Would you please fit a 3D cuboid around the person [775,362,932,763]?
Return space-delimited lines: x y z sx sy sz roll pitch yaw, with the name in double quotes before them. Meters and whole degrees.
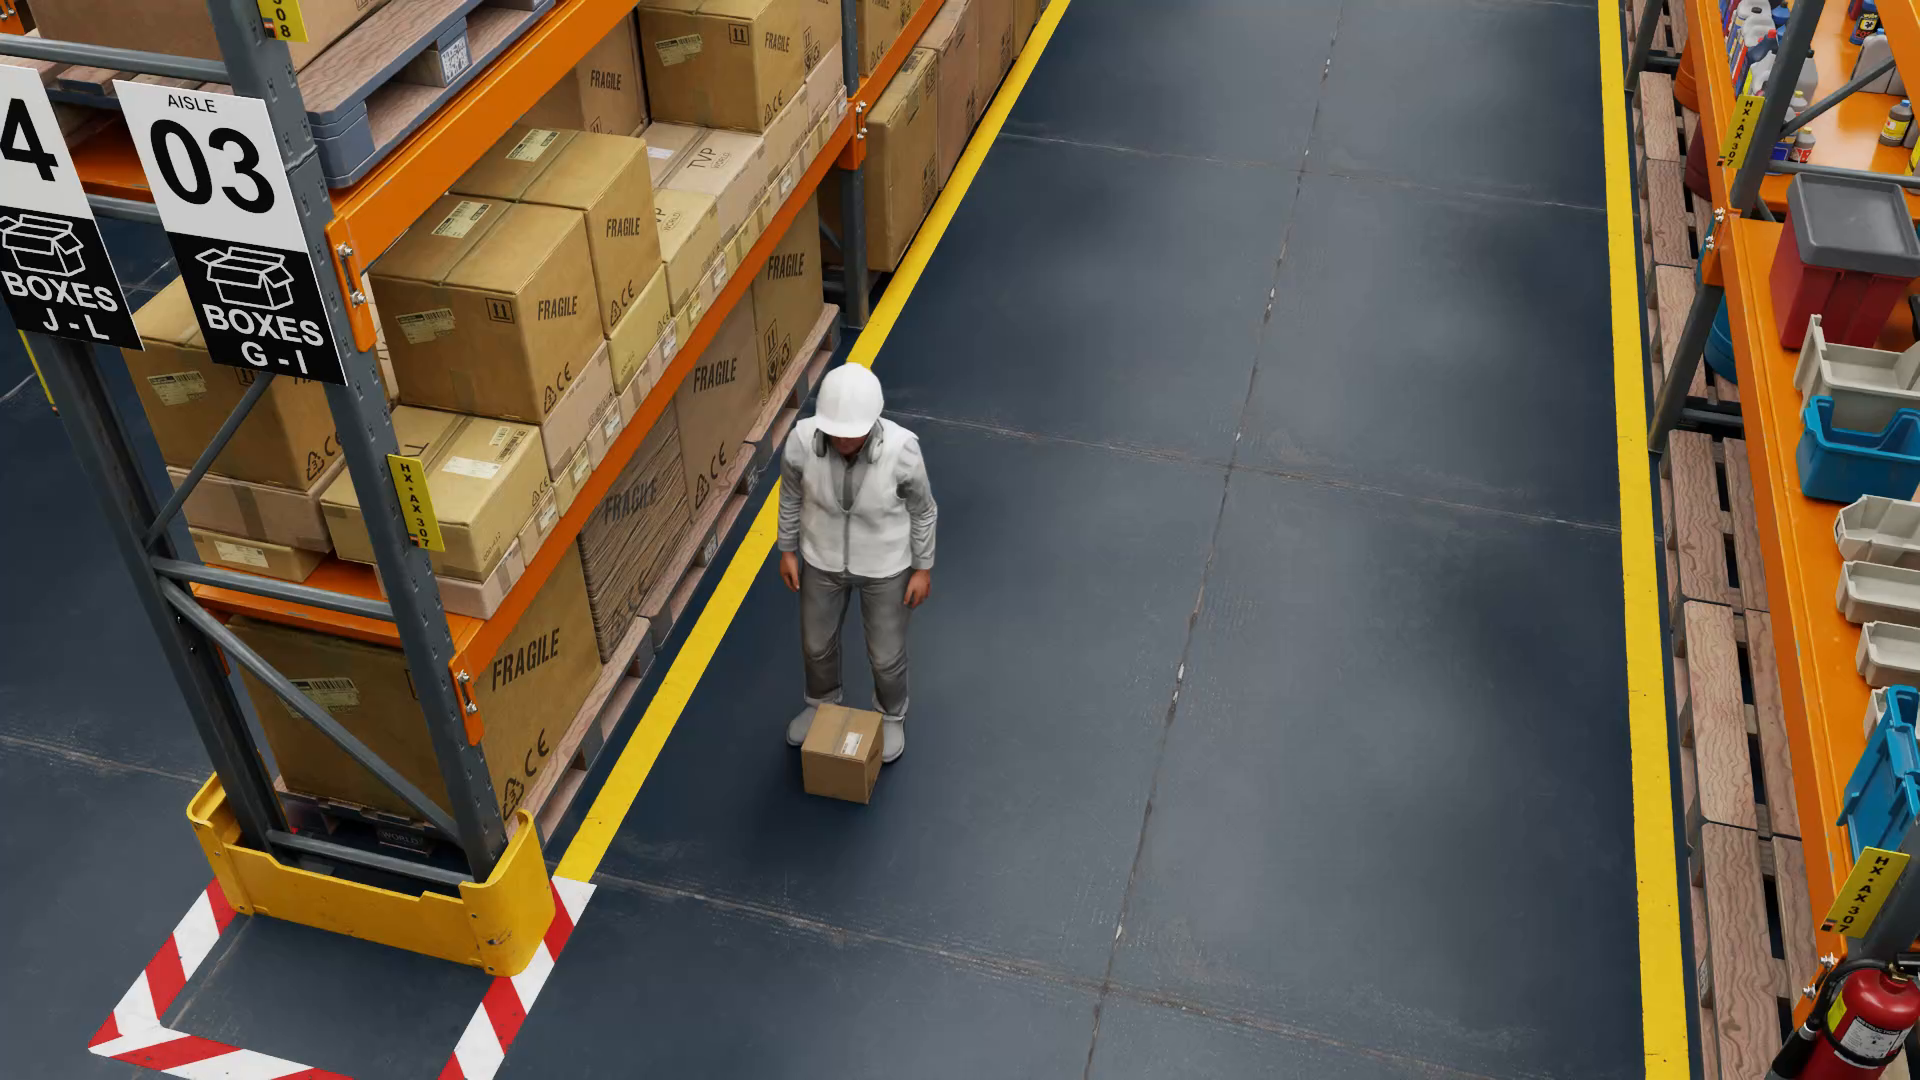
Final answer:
"person" -0.391 0.071 6.055 0.578 1.770 0.463 10 42 11
